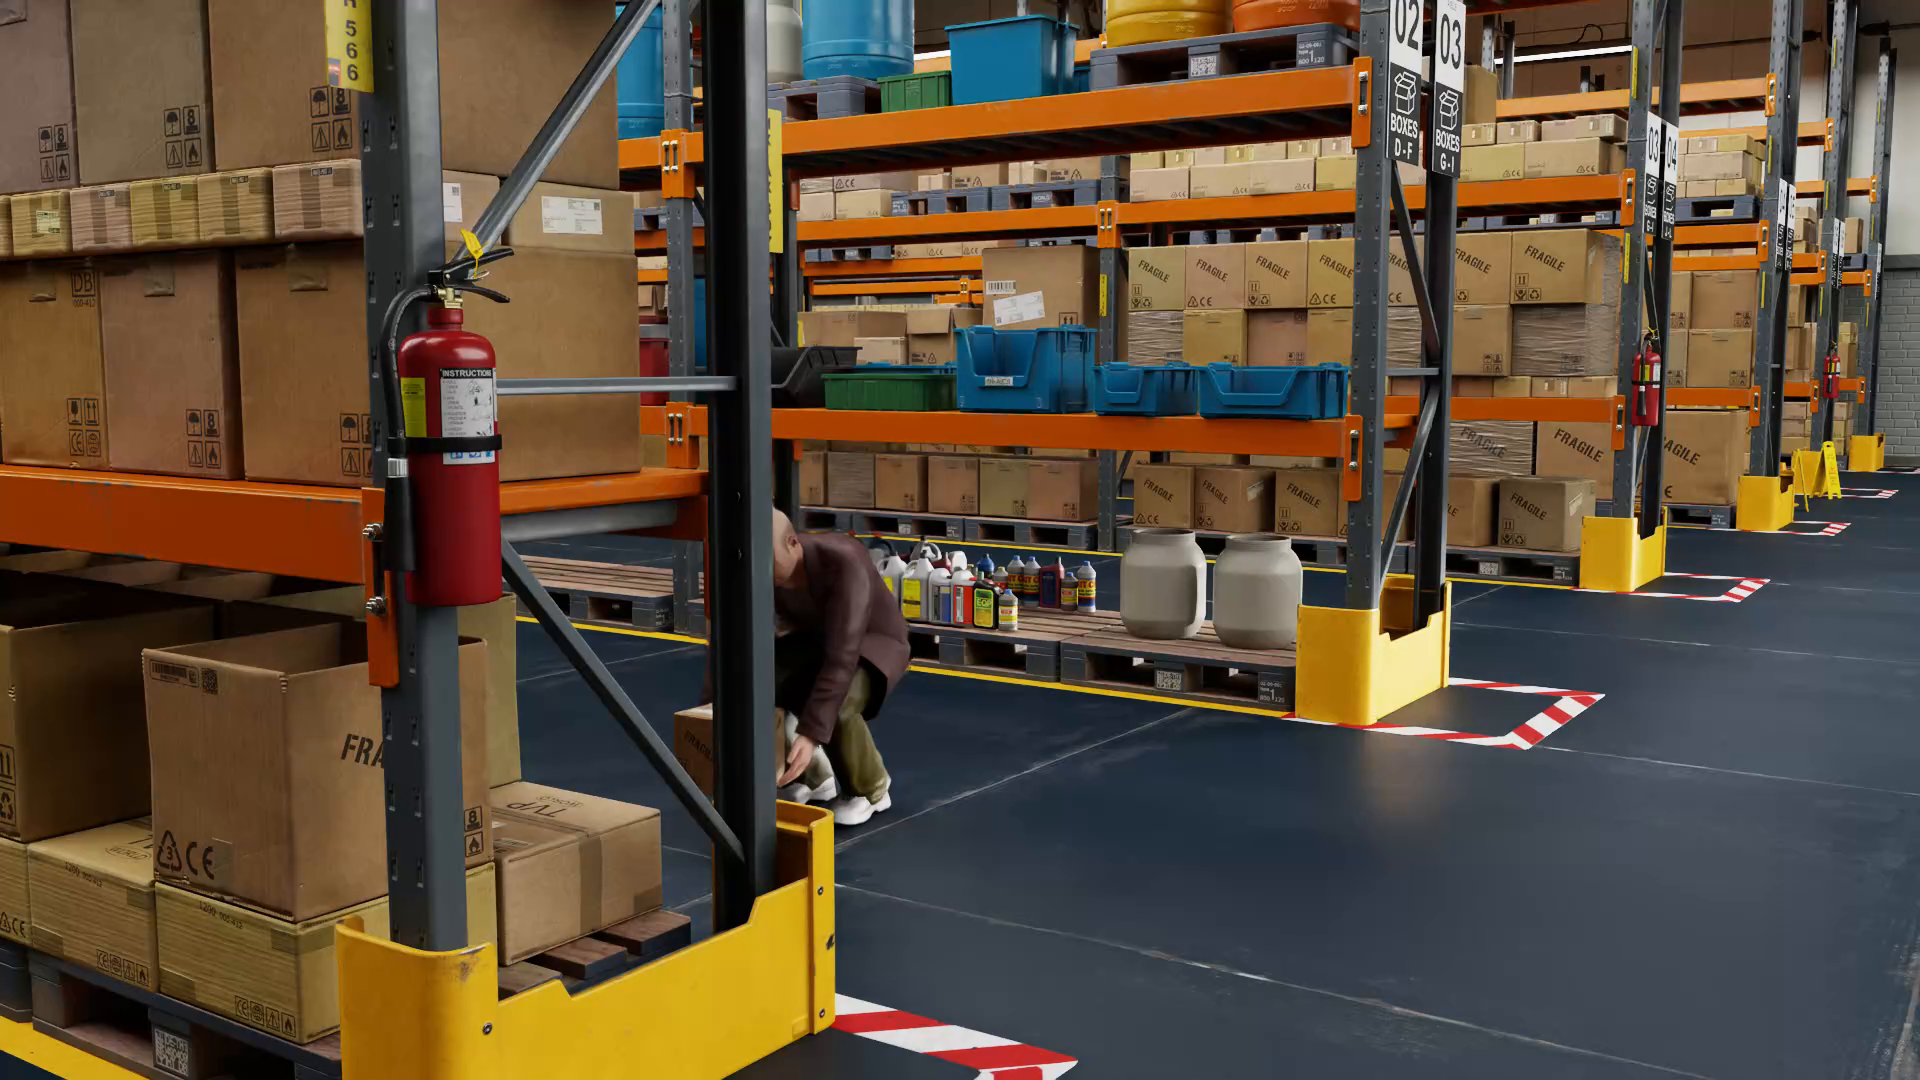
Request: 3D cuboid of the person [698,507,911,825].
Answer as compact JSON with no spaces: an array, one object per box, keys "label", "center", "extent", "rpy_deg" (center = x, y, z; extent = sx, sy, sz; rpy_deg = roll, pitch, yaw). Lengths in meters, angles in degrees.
[{"label":"person","center":[-0.495,0.419,5.619],"extent":[0.616,1.084,0.873],"rpy_deg":[4,7,33]}]
